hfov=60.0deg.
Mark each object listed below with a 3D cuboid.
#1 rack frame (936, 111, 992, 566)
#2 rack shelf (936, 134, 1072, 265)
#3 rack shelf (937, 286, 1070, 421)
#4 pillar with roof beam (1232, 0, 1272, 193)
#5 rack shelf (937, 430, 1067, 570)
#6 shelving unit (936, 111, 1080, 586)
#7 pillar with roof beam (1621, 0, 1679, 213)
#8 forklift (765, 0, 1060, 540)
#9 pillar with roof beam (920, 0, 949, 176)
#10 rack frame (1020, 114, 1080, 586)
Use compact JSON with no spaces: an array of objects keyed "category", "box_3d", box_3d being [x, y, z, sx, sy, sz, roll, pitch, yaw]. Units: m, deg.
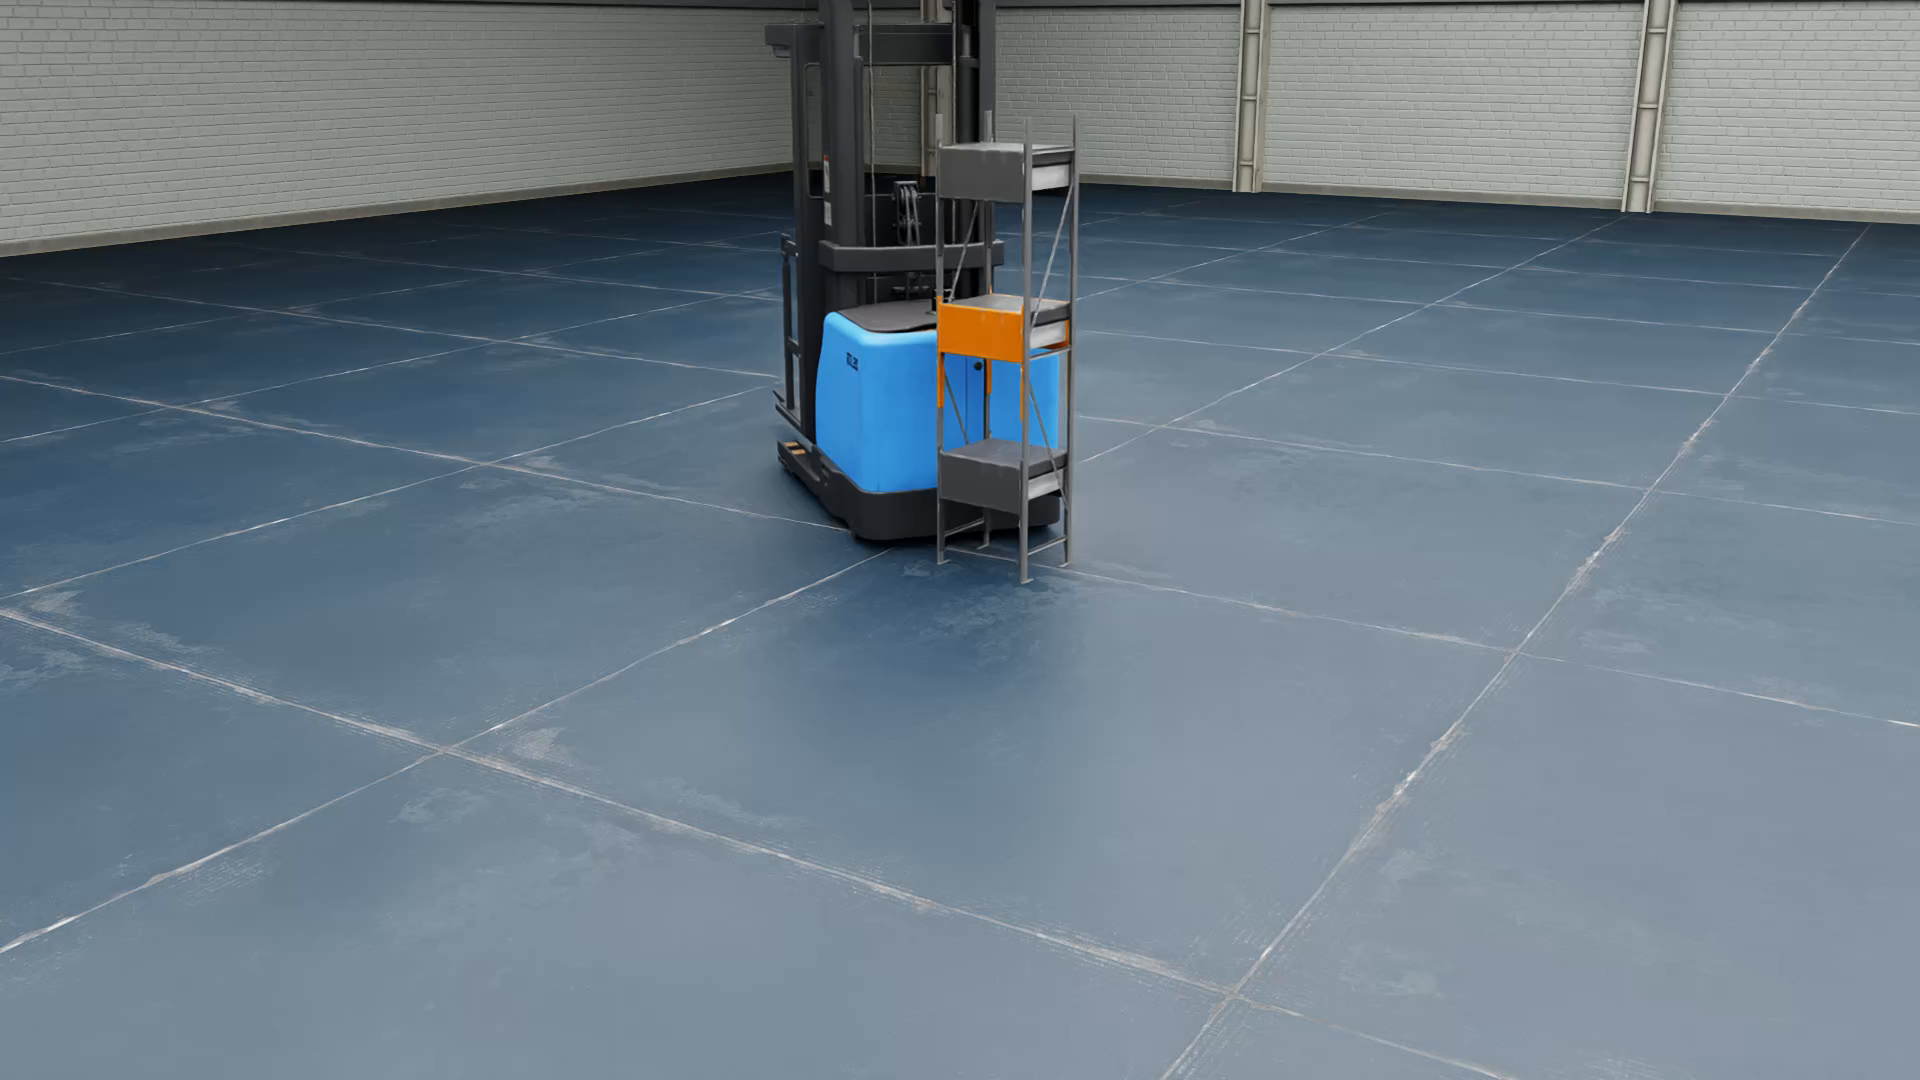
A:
[{"category":"rack frame","box_3d":[0.018,-0.926,7.818,0.015,2.100,0.400,13,21,36]},{"category":"rack shelf","box_3d":[0.212,-1.540,7.477,0.480,0.518,0.431,13,21,36]},{"category":"rack shelf","box_3d":[0.212,-0.870,7.680,0.480,0.518,0.431,13,21,36]},{"category":"pillar with roof beam","box_3d":[2.410,-8.897,22.187,0.400,9.000,9.100,10,20,30]},{"category":"rack shelf","box_3d":[0.212,-0.200,7.884,0.480,0.518,0.431,13,21,36]},{"category":"shelving unit","box_3d":[0.212,-0.883,7.676,0.503,2.100,0.431,13,21,36]},{"category":"pillar with roof beam","box_3d":[7.522,-7.984,19.183,0.400,9.000,9.100,10,20,30]},{"category":"forklift","box_3d":[-0.430,-1.789,9.227,1.130,2.935,3.031,-5,18,-17]},{"category":"pillar with roof beam","box_3d":[-2.703,-9.809,25.192,0.400,9.000,9.100,10,20,30]},{"category":"rack frame","box_3d":[0.406,-0.840,7.535,0.015,2.100,0.400,13,21,36]}]
